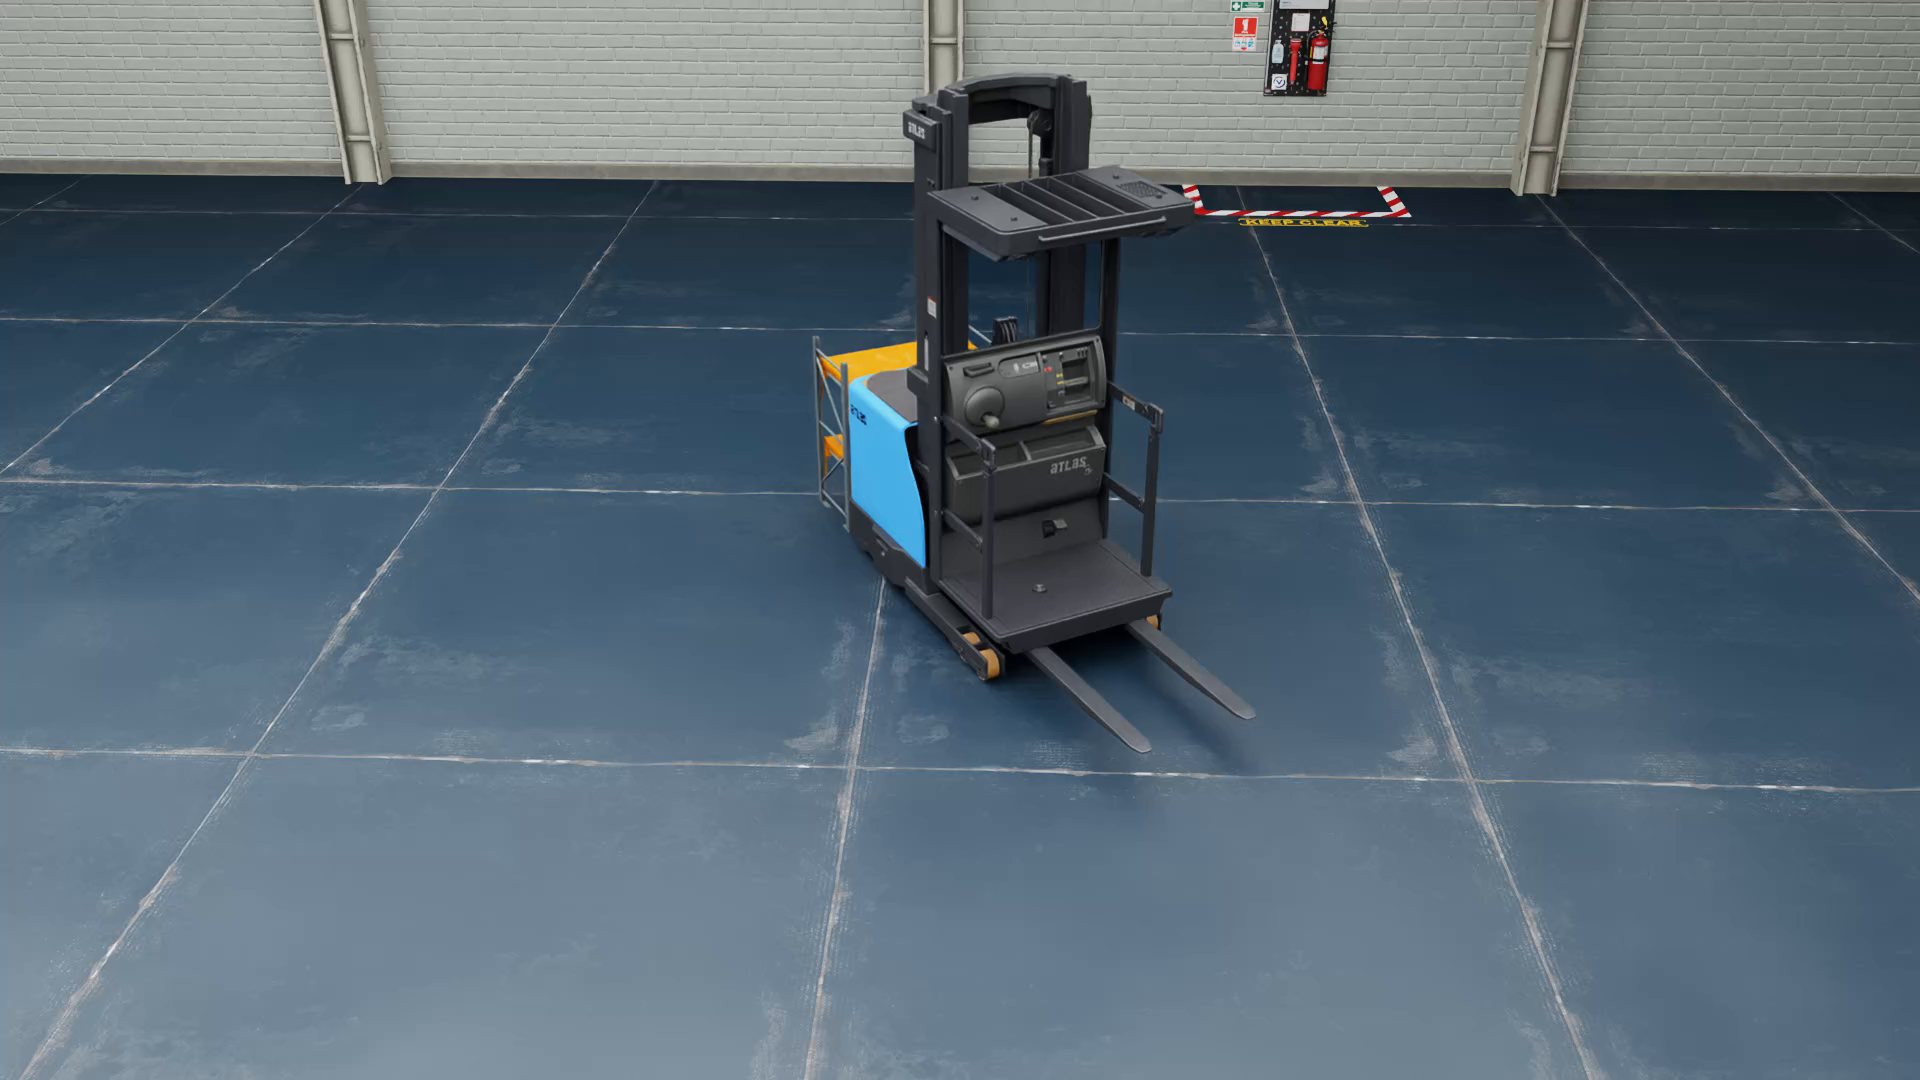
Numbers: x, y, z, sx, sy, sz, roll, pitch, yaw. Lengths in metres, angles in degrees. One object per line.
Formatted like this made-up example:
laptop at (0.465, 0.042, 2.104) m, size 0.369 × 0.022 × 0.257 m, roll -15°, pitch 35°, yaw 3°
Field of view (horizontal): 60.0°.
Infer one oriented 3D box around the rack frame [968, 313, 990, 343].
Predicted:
rack frame at (0.132, -0.856, 10.663) m, size 0.032 × 1.125 × 0.500 m, roll -13°, pitch 30°, yaw -22°

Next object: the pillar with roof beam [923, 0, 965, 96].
pillar with roof beam at (-0.311, -5.613, 11.231) m, size 0.400 × 9.000 × 9.100 m, roll 1°, pitch 28°, yaw 2°

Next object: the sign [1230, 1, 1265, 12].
sign at (2.824, -5.240, 16.329) m, size 0.331 × 0.109 × 0.001 m, roll 1°, pitch 28°, yaw 2°

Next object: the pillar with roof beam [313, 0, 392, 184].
pillar with roof beam at (-6.307, -5.713, 11.418) m, size 0.400 × 9.000 × 9.100 m, roll 1°, pitch 28°, yaw 2°

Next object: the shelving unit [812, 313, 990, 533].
shelving unit at (-0.326, -0.753, 10.469) m, size 1.048 × 1.125 × 0.538 m, roll -13°, pitch 30°, yaw -22°

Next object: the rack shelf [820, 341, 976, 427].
rack shelf at (-0.326, -1.011, 10.332) m, size 1.000 × 0.278 × 0.538 m, roll -13°, pitch 30°, yaw -22°

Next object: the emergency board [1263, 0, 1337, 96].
emergency board at (3.369, -4.937, 16.361) m, size 0.643 × 1.169 × 0.194 m, roll 1°, pitch 28°, yaw 2°

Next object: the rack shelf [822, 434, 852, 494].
rack shelf at (-0.326, -0.537, 10.584) m, size 1.000 × 0.278 × 0.538 m, roll -13°, pitch 30°, yaw -22°

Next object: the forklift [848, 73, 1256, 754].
forklift at (0.457, -0.788, 8.608) m, size 1.130 × 2.935 × 3.031 m, roll -14°, pitch 31°, yaw -24°

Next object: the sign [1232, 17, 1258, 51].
sign at (2.820, -5.010, 16.461) m, size 0.234 × 0.329 × 0.001 m, roll 1°, pitch 28°, yaw 2°

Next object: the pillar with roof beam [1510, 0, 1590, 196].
pillar with roof beam at (5.686, -5.514, 11.044) m, size 0.400 × 9.000 × 9.100 m, roll 1°, pitch 28°, yaw 2°

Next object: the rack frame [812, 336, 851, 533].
rack frame at (-0.785, -0.650, 10.275) m, size 0.032 × 1.125 × 0.500 m, roll -13°, pitch 30°, yaw -22°

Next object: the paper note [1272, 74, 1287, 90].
paper note at (3.195, -4.583, 16.634) m, size 0.142 × 0.148 × 0.016 m, roll 1°, pitch 28°, yaw 2°
